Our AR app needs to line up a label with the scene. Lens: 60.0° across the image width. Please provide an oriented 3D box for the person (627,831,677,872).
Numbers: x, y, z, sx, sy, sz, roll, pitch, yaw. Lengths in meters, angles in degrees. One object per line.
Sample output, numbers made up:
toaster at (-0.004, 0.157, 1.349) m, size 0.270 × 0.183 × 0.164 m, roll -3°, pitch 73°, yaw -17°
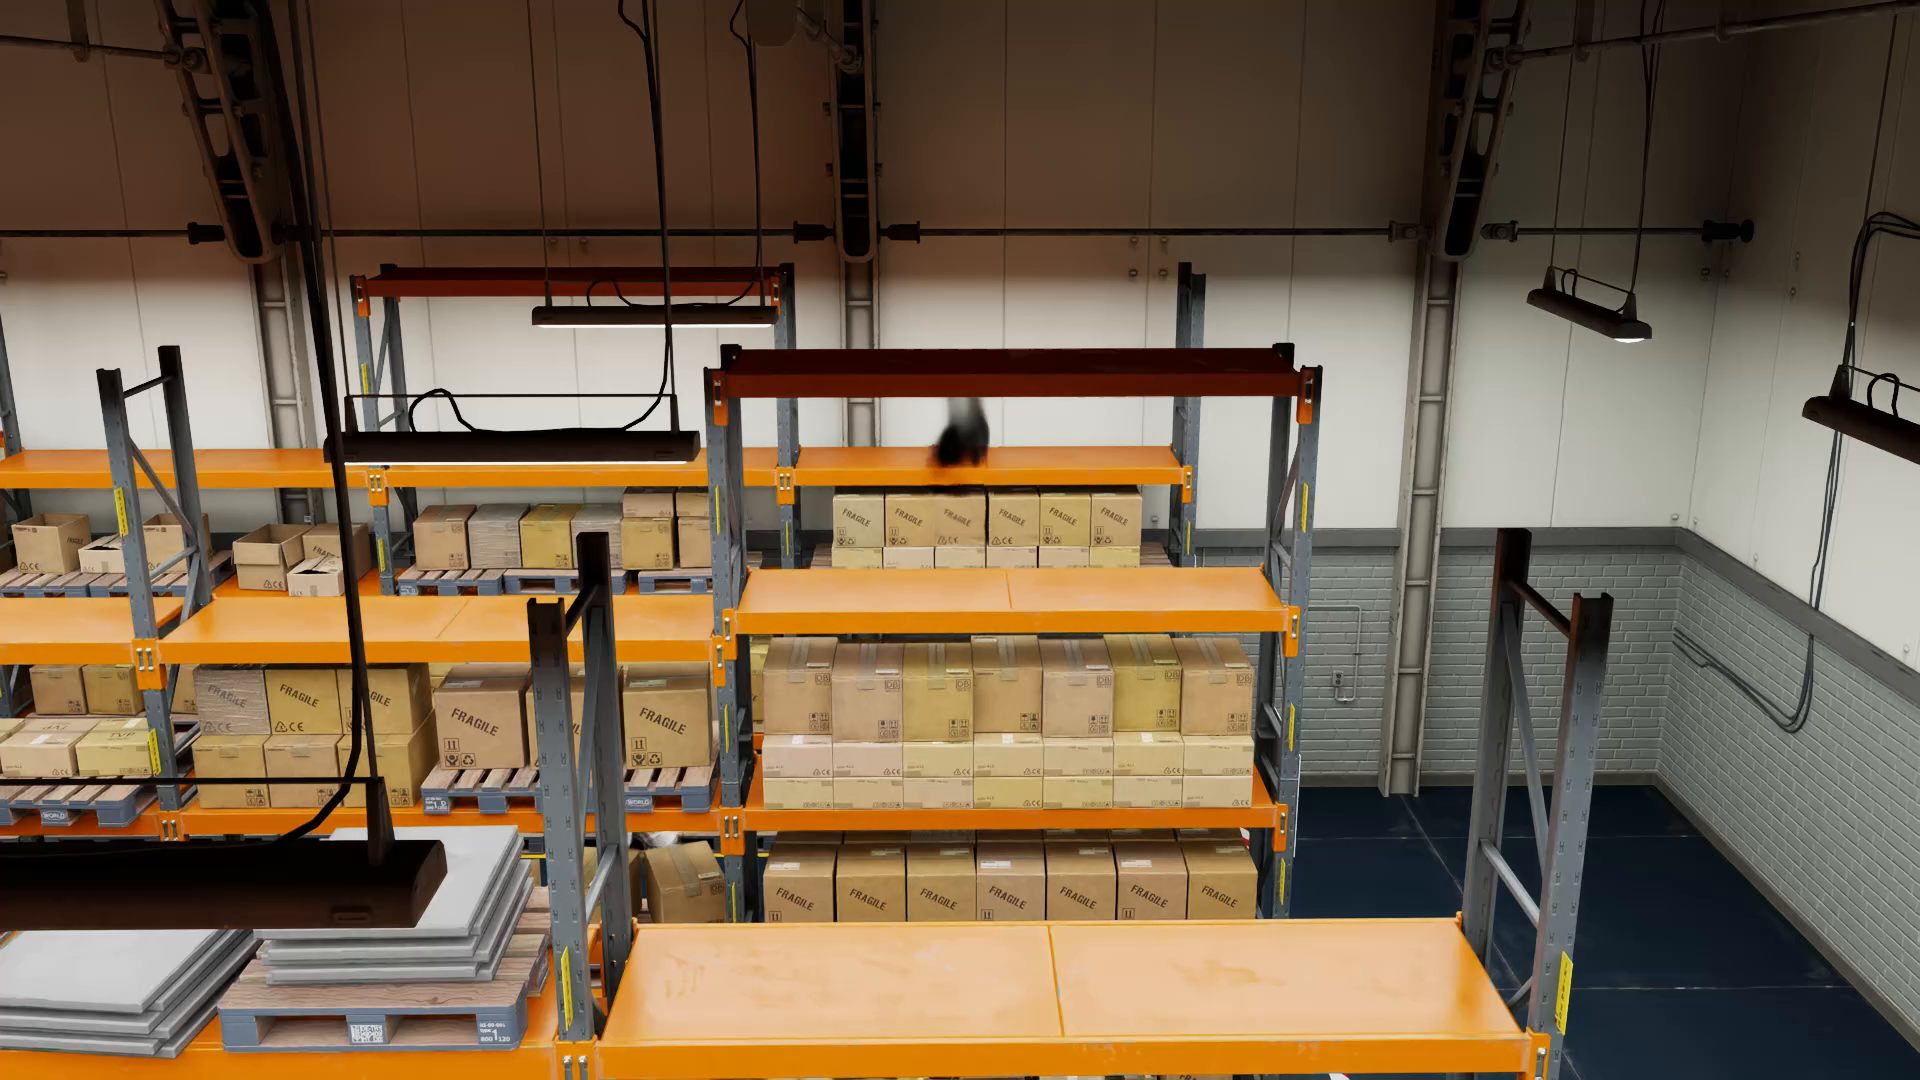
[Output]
person at (-2.965, 2.939, 15.886) m, size 0.946 × 1.424 × 0.621 m, roll 2°, pitch 16°, yaw 8°
